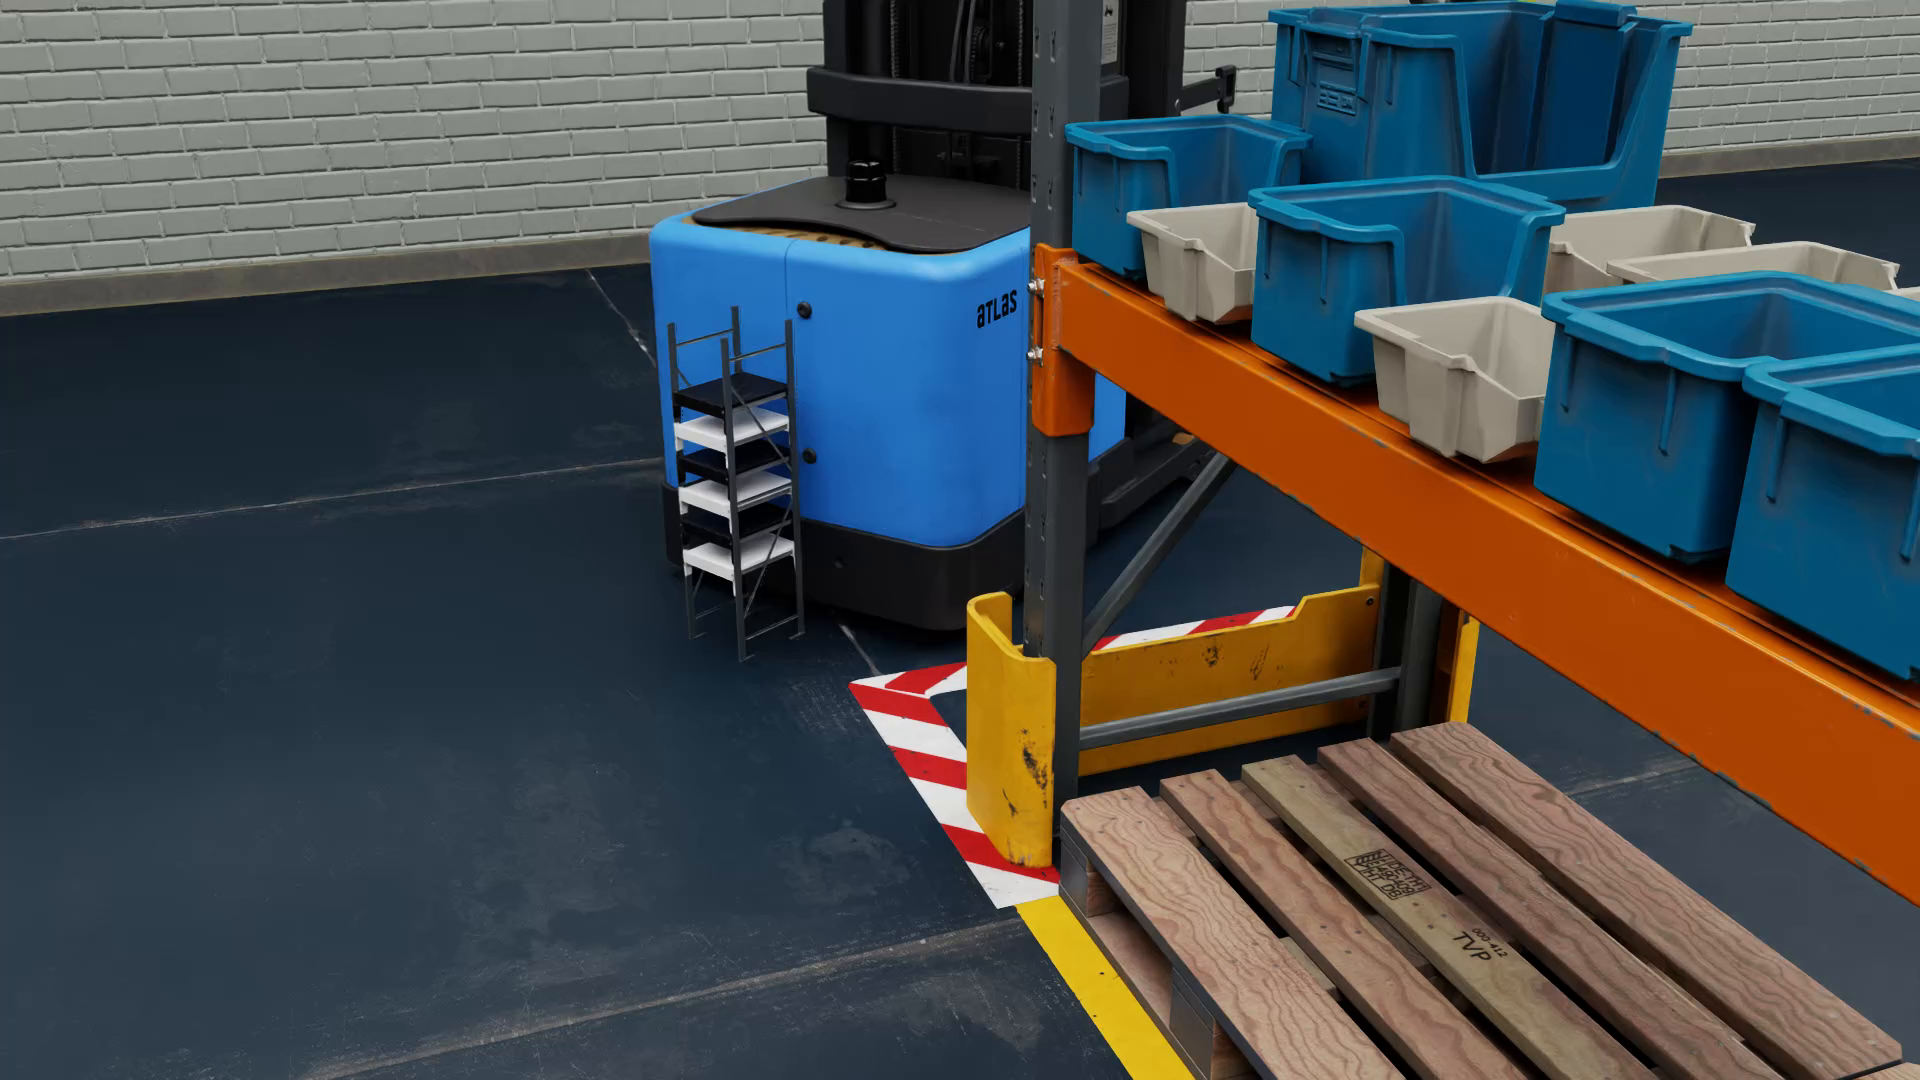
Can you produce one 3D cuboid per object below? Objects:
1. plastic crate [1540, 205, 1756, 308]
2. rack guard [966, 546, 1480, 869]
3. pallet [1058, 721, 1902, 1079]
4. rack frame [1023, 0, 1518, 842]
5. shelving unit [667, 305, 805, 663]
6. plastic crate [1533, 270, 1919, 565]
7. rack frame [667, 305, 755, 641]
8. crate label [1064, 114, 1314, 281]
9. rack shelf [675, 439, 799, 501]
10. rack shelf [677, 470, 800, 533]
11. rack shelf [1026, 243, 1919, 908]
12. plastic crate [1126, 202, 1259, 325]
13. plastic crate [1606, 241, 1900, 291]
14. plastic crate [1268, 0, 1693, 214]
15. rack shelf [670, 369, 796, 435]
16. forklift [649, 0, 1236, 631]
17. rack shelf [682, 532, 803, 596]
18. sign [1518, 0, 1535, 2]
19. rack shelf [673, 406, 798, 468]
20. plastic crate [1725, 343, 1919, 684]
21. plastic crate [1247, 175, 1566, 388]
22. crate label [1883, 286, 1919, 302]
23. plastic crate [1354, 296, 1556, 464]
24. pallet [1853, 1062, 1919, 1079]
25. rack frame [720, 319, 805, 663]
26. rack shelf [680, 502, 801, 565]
[{"bbox_3d":[1.081,-0.438,2.690,0.396,0.136,0.243,-8,24,-19],"label":"plastic crate"},{"bbox_3d":[0.603,0.341,3.796,1.175,0.500,0.348,-8,24,-19],"label":"rack guard"},{"bbox_3d":[0.879,0.786,3.112,1.003,0.211,1.213,-8,24,-19],"label":"pallet"},{"bbox_3d":[0.624,-0.804,3.294,1.000,3.000,0.127,-8,24,-19],"label":"rack frame"},{"bbox_3d":[-0.590,-0.146,4.435,0.210,0.900,0.258,19,29,37],"label":"shelving unit"},{"bbox_3d":[0.868,-0.141,1.860,0.416,0.233,0.300,-8,24,-19],"label":"plastic crate"},{"bbox_3d":[-0.667,-0.171,4.496,0.006,0.900,0.240,19,29,37],"label":"rack frame"},{"bbox_3d":[0.403,-0.619,2.995,0.416,0.233,0.303,-8,24,-19],"label":"crate label"},{"bbox_3d":[-0.590,-0.198,4.413,0.200,0.077,0.258,19,29,37],"label":"rack shelf"},{"bbox_3d":[-0.590,-0.115,4.448,0.200,0.077,0.258,19,29,37],"label":"rack shelf"},{"bbox_3d":[1.331,0.255,1.710,1.077,0.370,4.000,-8,24,-19],"label":"rack shelf"},{"bbox_3d":[0.439,-0.447,2.710,0.250,0.136,0.298,-8,24,-19],"label":"plastic crate"},{"bbox_3d":[1.170,-0.331,2.435,0.396,0.136,0.243,-8,24,-19],"label":"plastic crate"},{"bbox_3d":[0.917,-0.751,3.048,0.616,0.435,0.499,-8,24,-19],"label":"plastic crate"},{"bbox_3d":[-0.590,-0.363,4.343,0.200,0.077,0.258,19,29,37],"label":"rack shelf"},{"bbox_3d":[0.301,-1.634,5.353,1.130,2.935,3.031,13,26,28],"label":"forklift"},{"bbox_3d":[-0.590,0.051,4.519,0.200,0.077,0.258,19,29,37],"label":"rack shelf"},{"bbox_3d":[1.133,-0.960,3.456,0.100,0.325,0.005,-8,24,-19],"label":"sign"},{"bbox_3d":[-0.590,-0.281,4.378,0.200,0.077,0.258,19,29,37],"label":"rack shelf"},{"bbox_3d":[0.974,-0.032,1.601,0.416,0.233,0.300,-8,24,-19],"label":"plastic crate"},{"bbox_3d":[0.636,-0.380,2.428,0.416,0.233,0.300,-8,24,-19],"label":"plastic crate"},{"bbox_3d":[1.292,-0.233,2.203,0.396,0.136,0.243,-8,24,-19],"label":"crate label"},{"bbox_3d":[0.679,-0.200,2.126,0.250,0.136,0.298,-8,24,-19],"label":"plastic crate"},{"bbox_3d":[1.306,1.229,2.062,1.003,0.211,1.213,-8,24,-19],"label":"pallet"},{"bbox_3d":[-0.513,-0.120,4.374,0.006,0.900,0.240,19,29,37],"label":"rack frame"},{"bbox_3d":[-0.590,-0.032,4.484,0.200,0.077,0.258,19,29,37],"label":"rack shelf"}]
